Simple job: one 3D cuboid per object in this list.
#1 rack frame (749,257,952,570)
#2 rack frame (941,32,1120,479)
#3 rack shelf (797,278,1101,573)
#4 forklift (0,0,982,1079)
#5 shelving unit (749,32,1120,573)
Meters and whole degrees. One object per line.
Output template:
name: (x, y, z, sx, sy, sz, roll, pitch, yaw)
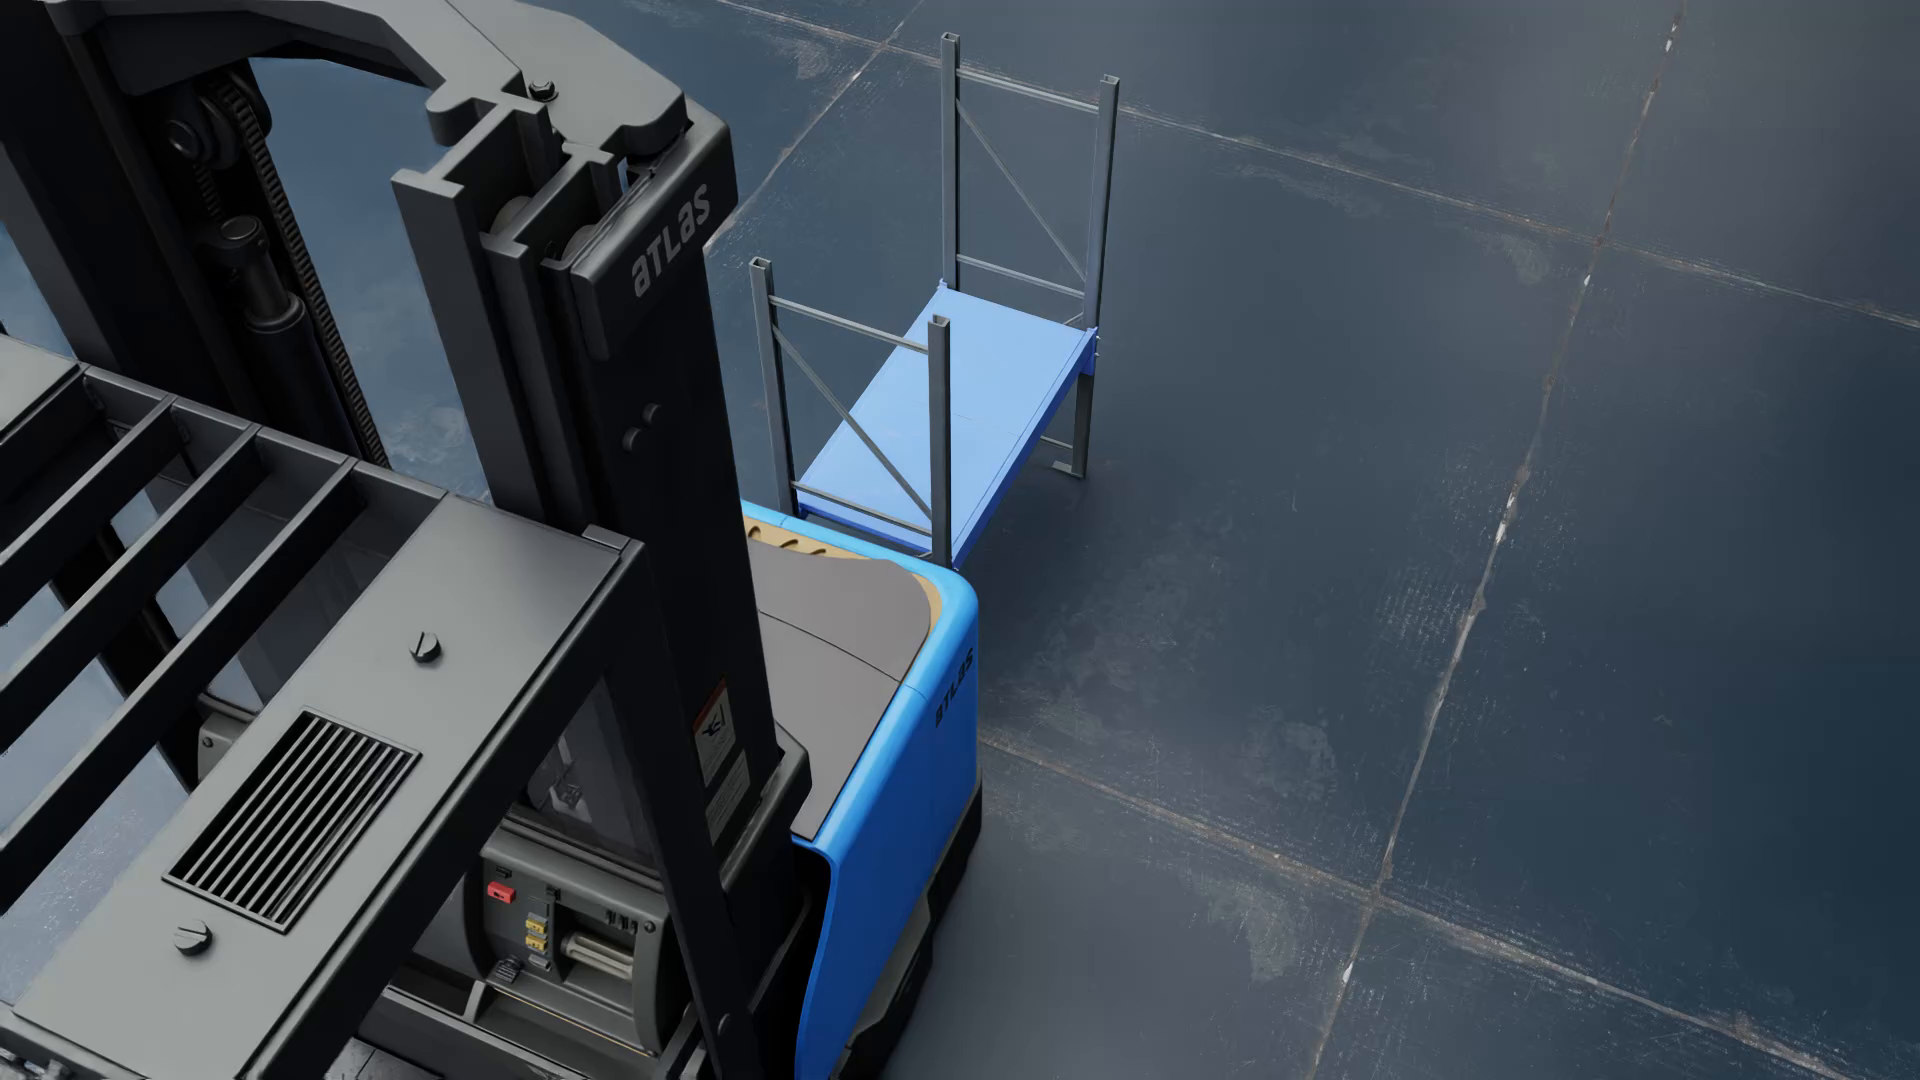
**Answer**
rack frame: (-0.254, -0.077, 4.331, 0.500, 1.500, 0.032, 20, 52, 16)
rack frame: (0.181, -0.777, 4.927, 0.500, 1.500, 0.032, 20, 52, 16)
rack shelf: (-0.036, -0.311, 4.766, 0.538, 0.185, 1.000, 20, 52, 16)
forklift: (-0.993, 0.719, 2.714, 1.130, 2.935, 3.031, 18, 52, 15)
shelving unit: (-0.036, -0.427, 4.629, 0.538, 1.500, 1.048, 20, 52, 16)
